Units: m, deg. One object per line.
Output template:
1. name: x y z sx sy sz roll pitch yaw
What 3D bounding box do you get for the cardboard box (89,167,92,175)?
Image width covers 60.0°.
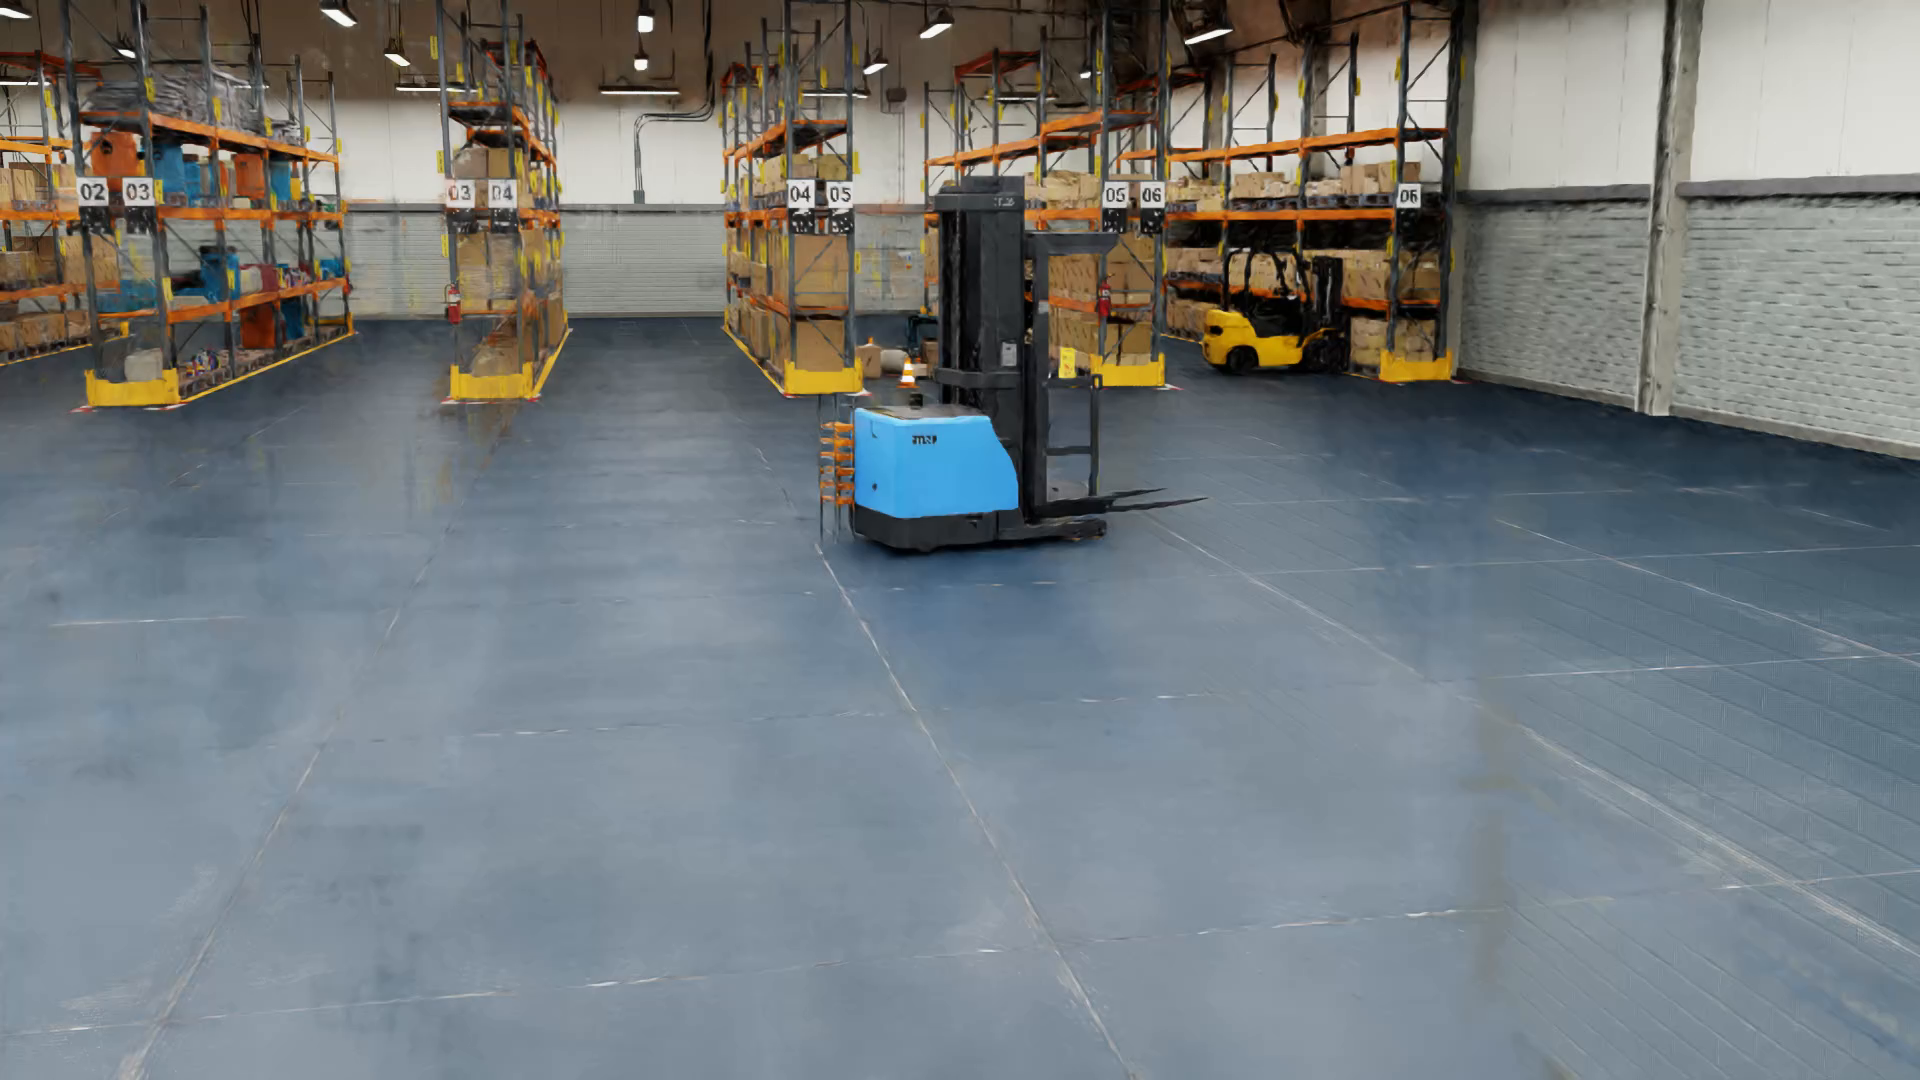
1. cardboard box: -19.718 -8.102 37.279 0.700 0.500 0.500 -2 11 -11

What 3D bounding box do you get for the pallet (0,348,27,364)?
1. pallet: -18.386 -3.483 31.433 1.003 0.211 1.213 -2 11 -11

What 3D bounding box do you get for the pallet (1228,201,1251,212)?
1. pallet: 6.249 -6.875 34.280 1.213 0.211 1.003 -2 11 -8

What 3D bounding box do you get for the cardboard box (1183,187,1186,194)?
1. cardboard box: 5.197 -7.797 37.101 0.380 0.149 0.250 -2 11 -11

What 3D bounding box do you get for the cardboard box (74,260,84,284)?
1. cardboard box: -18.990 -5.695 35.326 0.500 0.500 0.500 -2 11 -10

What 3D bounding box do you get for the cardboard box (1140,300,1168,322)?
1. cardboard box: 4.829 -5.597 40.644 0.700 0.500 0.500 -3 11 -13

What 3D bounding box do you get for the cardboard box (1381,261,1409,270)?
1. cardboard box: 7.243 -4.570 27.681 0.380 0.149 0.250 -2 11 -10

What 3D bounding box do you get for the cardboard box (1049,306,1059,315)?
1. cardboard box: 1.754 -4.101 29.708 0.380 0.149 0.250 -2 11 -10

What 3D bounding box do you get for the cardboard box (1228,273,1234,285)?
1. cardboard box: 5.876 -5.452 34.719 0.500 0.250 0.500 -2 11 -11

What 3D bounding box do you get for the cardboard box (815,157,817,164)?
1. cardboard box: -2.118 -6.072 26.703 0.380 0.149 0.250 -2 11 -12

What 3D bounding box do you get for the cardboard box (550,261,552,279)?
1. cardboard box: -8.689 -5.503 34.317 0.500 0.500 0.500 -2 11 -11

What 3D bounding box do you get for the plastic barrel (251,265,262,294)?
1. plastic barrel: -13.009 -4.768 30.427 0.421 0.512 0.421 0 11 0

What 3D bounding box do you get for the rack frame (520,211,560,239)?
1. rack frame: -10.116 -6.542 40.043 1.000 3.000 0.127 -2 11 -11

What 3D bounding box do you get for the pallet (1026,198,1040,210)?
1. pallet: 1.923 -6.199 30.726 1.213 0.211 1.003 -2 11 -11

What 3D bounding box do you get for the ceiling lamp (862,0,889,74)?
1. ceiling lamp: -1.597 -11.750 35.754 0.800 3.185 2.000 -2 11 -11

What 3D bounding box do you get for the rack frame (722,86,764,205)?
1. rack frame: -5.231 -9.651 40.333 1.000 3.000 0.127 -2 11 -11

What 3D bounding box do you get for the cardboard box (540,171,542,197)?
1. cardboard box: -8.222 -6.764 31.586 0.500 0.500 0.500 -2 11 -10

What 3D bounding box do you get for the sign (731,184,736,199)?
1. sign: -4.984 -7.676 36.599 0.100 0.325 0.005 -2 11 -11

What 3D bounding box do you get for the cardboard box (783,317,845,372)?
1. cardboard box: -2.316 -3.053 26.276 0.875 0.875 0.875 -2 11 -11

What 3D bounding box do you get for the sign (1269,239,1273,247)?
1. sign: 6.573 -6.205 35.181 0.100 0.325 0.005 -2 11 -11

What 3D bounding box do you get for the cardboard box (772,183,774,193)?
1. cardboard box: -2.864 -5.750 27.143 0.380 0.149 0.250 -2 11 -10

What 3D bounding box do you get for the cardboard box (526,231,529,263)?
1. cardboard box: -7.033 -4.588 26.042 0.500 0.500 0.500 -2 11 -11

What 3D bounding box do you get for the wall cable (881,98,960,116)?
1. wall cable: -1.040 -10.909 46.944 2.355 3.000 0.029 -2 11 -11

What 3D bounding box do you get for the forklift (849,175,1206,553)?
1. forklift: 0.636 -1.509 13.785 3.031 2.935 1.130 -5 12 -27

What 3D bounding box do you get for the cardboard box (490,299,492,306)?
1. cardboard box: -7.451 -3.712 25.849 0.380 0.149 0.250 -2 11 -11

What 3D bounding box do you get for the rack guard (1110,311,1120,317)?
1. rack guard: 4.488 -5.841 43.049 1.175 0.500 0.348 -2 11 -11

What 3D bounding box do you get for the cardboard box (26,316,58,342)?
1. cardboard box: -18.591 -4.266 33.593 0.500 0.500 0.500 -2 11 -11

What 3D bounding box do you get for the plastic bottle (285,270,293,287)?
1. plastic bottle: -13.482 -5.245 33.362 0.144 0.351 0.185 -2 11 -11

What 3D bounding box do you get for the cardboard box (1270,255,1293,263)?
1. cardboard box: 6.288 -5.492 32.526 0.380 0.149 0.250 -2 11 -12

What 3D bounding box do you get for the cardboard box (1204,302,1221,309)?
1. cardboard box: 5.586 -5.143 36.523 0.380 0.149 0.250 -2 11 -9

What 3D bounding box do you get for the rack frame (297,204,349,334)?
1. rack frame: -14.974 -6.361 39.097 1.000 3.000 0.127 -2 11 -11

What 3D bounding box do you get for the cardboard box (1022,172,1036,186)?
1. cardboard box: 1.481 -6.841 31.534 0.500 0.250 0.500 -2 11 -10

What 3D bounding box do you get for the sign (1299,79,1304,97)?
1. sign: 6.277 -8.305 30.554 0.100 0.325 0.005 -2 11 -11

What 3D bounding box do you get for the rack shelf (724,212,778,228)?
1. rack shelf: -4.842 -7.457 38.753 1.077 0.370 4.000 -2 11 -11

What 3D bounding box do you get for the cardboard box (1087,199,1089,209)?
1. cardboard box: 2.274 -5.467 27.048 0.380 0.149 0.250 -2 11 -9

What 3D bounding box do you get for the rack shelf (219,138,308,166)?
1. rack shelf: -13.807 -7.658 32.859 1.077 0.370 4.000 -2 11 -11

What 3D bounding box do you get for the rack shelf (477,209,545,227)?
1. rack shelf: -8.171 -5.828 30.194 1.077 0.370 4.000 -2 11 -11

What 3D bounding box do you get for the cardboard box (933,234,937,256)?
1. cardboard box: -0.366 -7.155 40.326 0.500 0.500 0.500 -2 11 -11

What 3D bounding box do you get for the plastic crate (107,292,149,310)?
1. plastic crate: -12.374 -3.554 24.745 0.499 0.251 0.408 -2 11 -11

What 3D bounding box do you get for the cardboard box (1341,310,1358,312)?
1. cardboard box: 7.092 -4.146 31.012 0.500 0.250 0.500 -2 11 -10

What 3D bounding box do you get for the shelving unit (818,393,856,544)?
1. shelving unit: -1.005 -0.585 13.562 0.189 1.200 0.258 -8 14 -37

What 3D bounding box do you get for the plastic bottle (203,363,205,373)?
1. plastic bottle: -12.055 -2.749 26.426 0.097 0.201 0.097 0 11 0

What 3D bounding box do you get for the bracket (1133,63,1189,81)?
1. bracket: 5.070 -11.761 41.795 0.076 0.066 4.783 -2 11 -11

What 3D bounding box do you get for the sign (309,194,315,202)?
1. sign: -13.656 -7.125 35.064 0.100 0.325 0.005 -2 11 -11

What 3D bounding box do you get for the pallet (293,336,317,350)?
1. pallet: -14.087 -4.115 34.752 1.003 0.211 1.213 -2 11 -11

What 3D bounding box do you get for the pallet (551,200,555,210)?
1. pallet: -9.487 -7.388 36.707 1.003 0.211 1.213 -2 11 -11

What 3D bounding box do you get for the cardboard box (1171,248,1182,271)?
1. cardboard box: 5.226 -6.413 37.978 0.700 0.500 0.500 -2 11 -10

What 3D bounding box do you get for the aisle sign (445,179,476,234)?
1. aisle sign: -7.286 -4.862 24.265 0.394 0.787 0.004 -2 11 -11

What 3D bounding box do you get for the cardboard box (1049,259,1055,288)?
1. cardboard box: 1.871 -4.714 29.380 0.500 0.500 0.500 -2 11 -11
